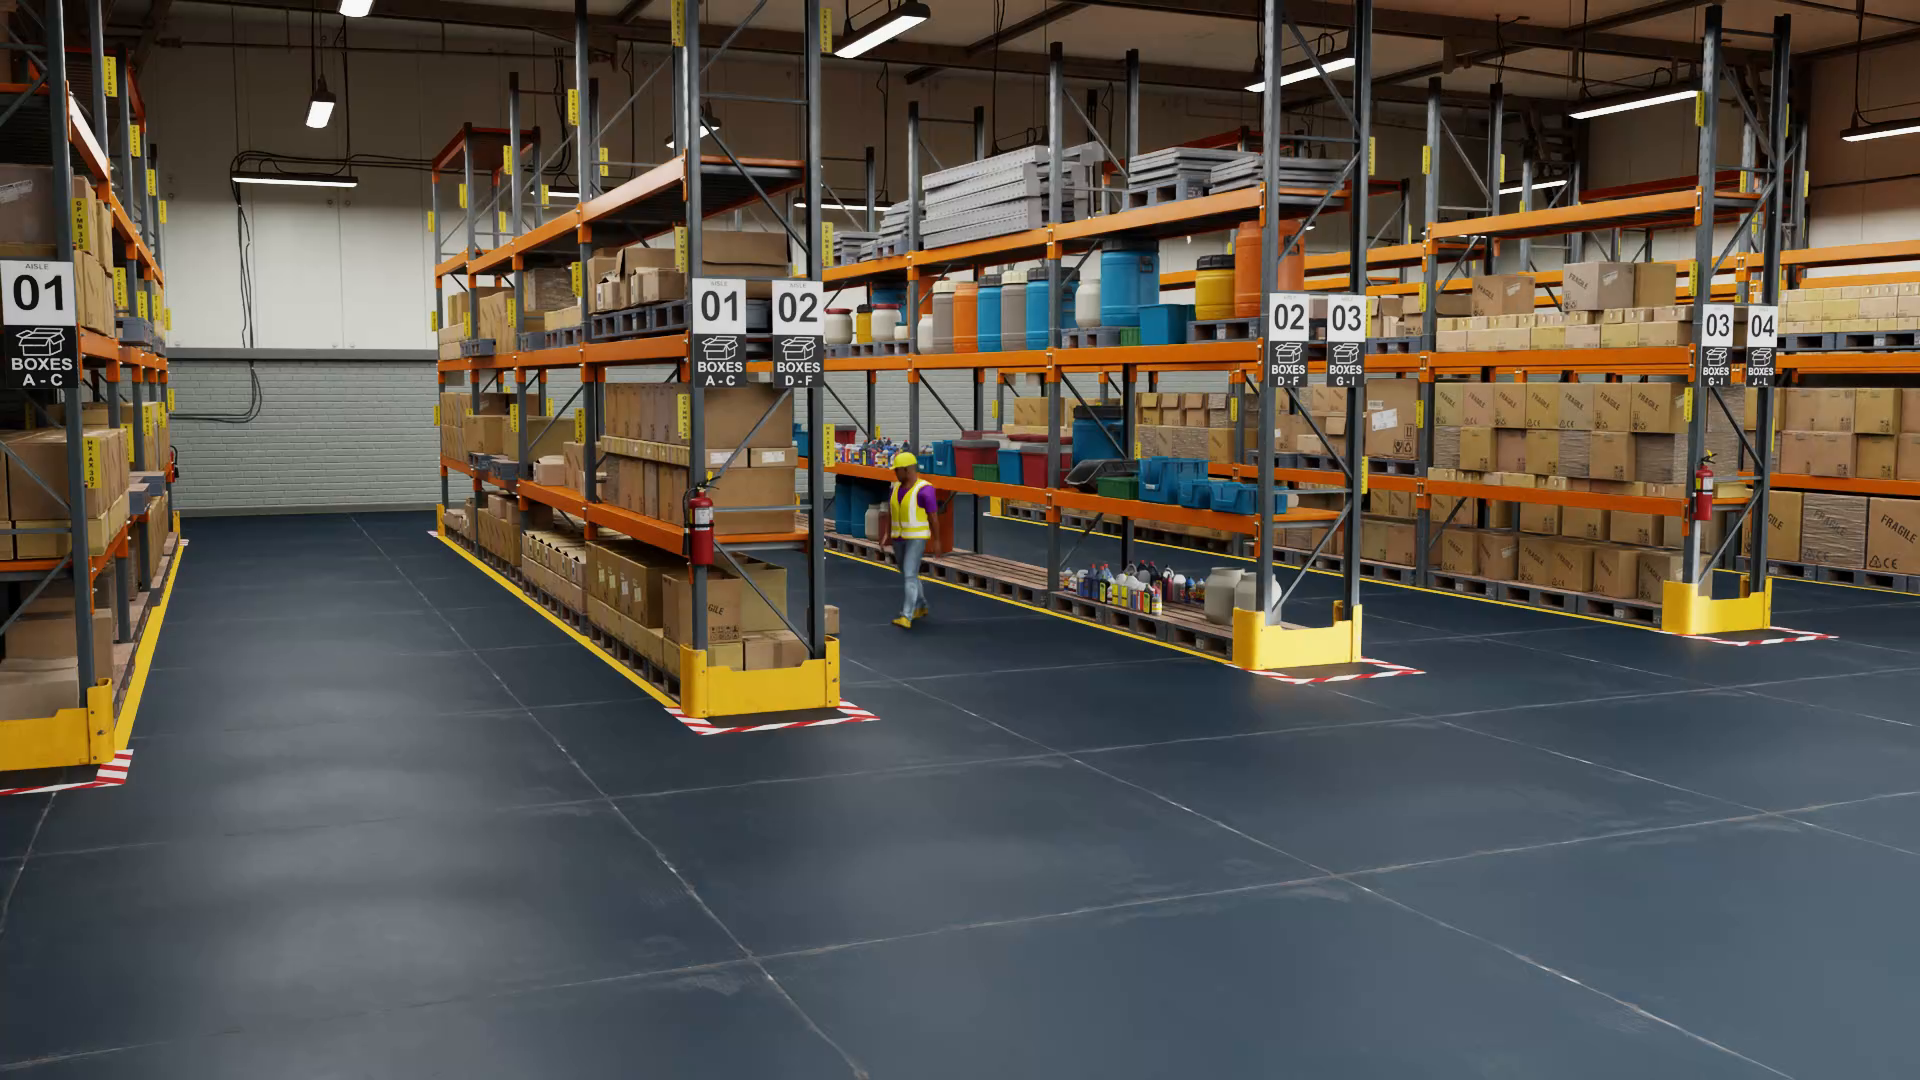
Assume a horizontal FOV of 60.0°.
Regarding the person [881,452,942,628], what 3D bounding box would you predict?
[{"bbox_3d":[-0.537,-0.010,16.711,0.600,1.742,0.894,5,7,40],"label":"person"}]
